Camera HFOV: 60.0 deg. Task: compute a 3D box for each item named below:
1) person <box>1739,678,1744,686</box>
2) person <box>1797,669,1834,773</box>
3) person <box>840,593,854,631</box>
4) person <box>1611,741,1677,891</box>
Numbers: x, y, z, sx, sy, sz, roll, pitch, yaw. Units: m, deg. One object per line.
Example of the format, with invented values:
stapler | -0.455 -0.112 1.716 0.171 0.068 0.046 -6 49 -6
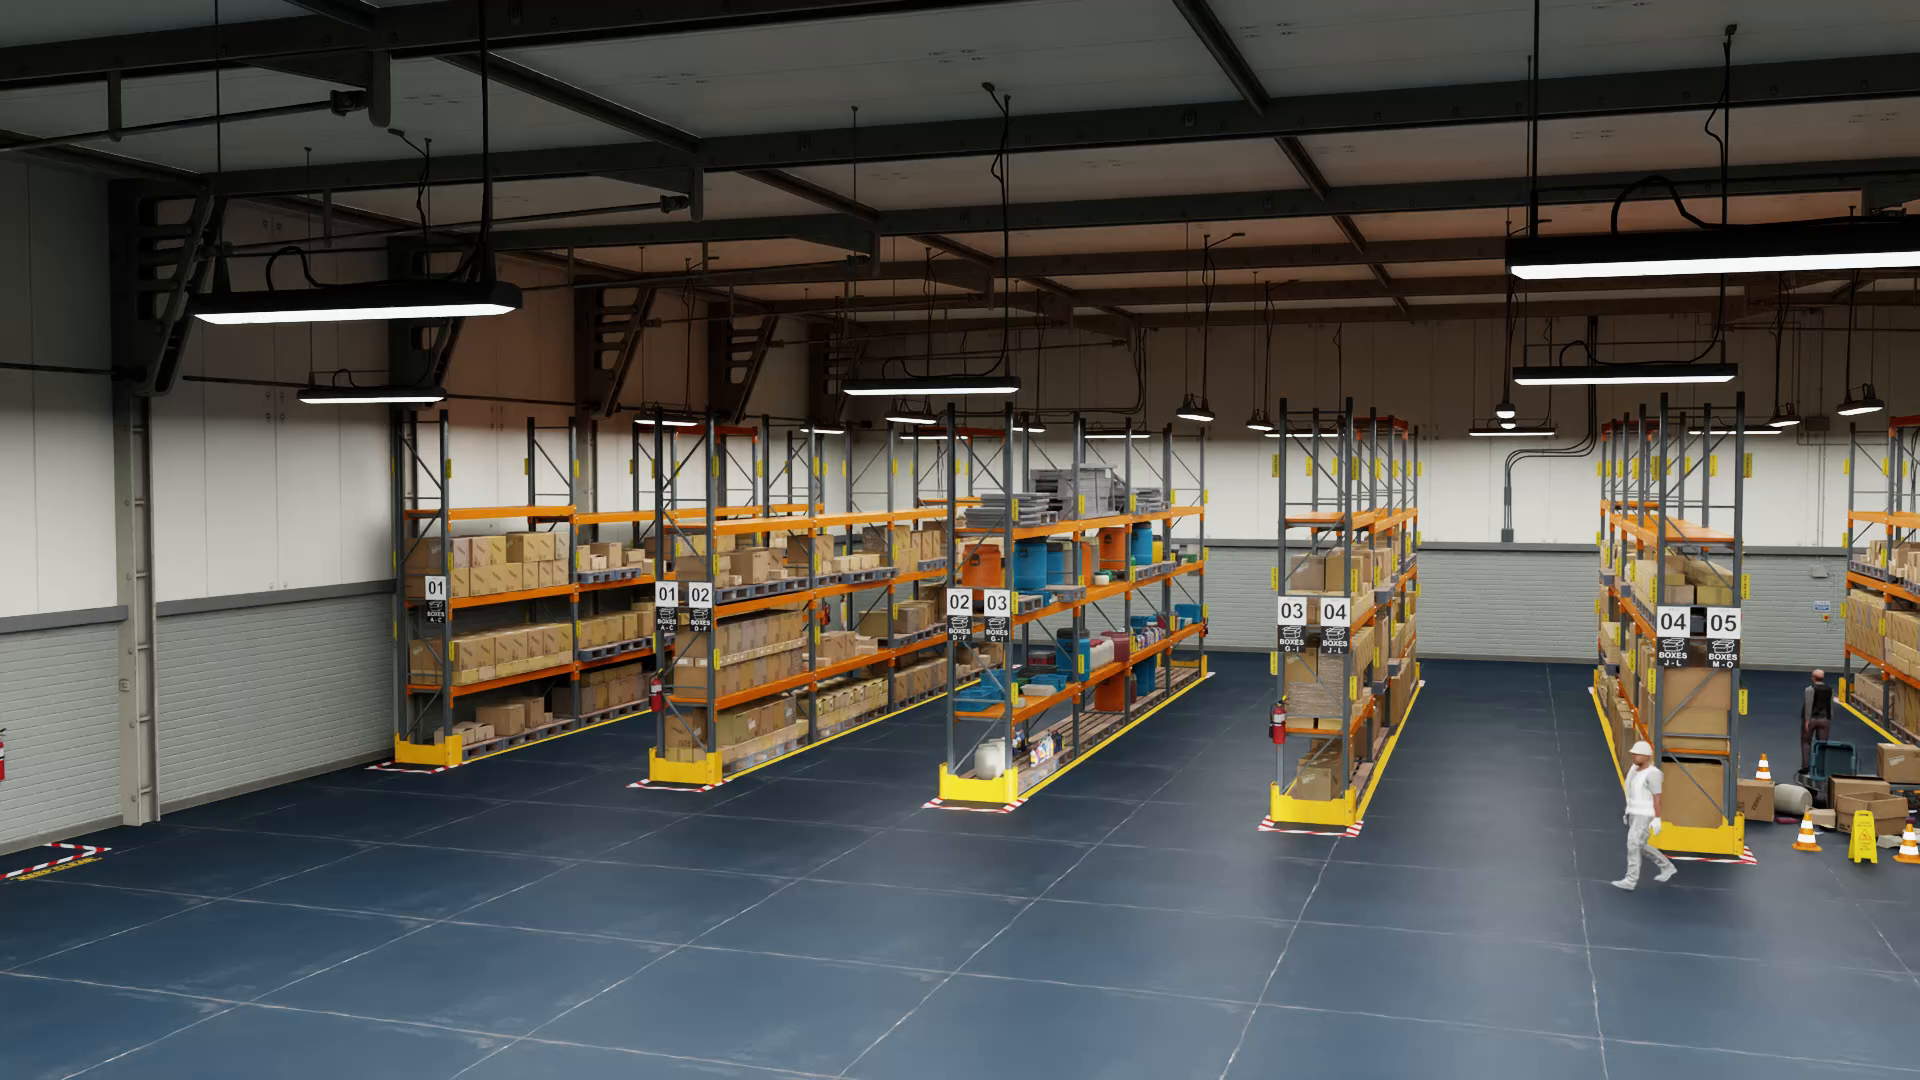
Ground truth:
person | 17.049 2.525 37.371 1.075 1.748 0.521 1 3 19
person | 14.010 3.006 27.131 0.518 1.770 0.613 1 2 12
person | -3.024 2.247 44.512 0.423 1.663 0.477 1 3 18
person | 8.163 3.278 19.813 0.898 1.766 0.599 0 2 -4
